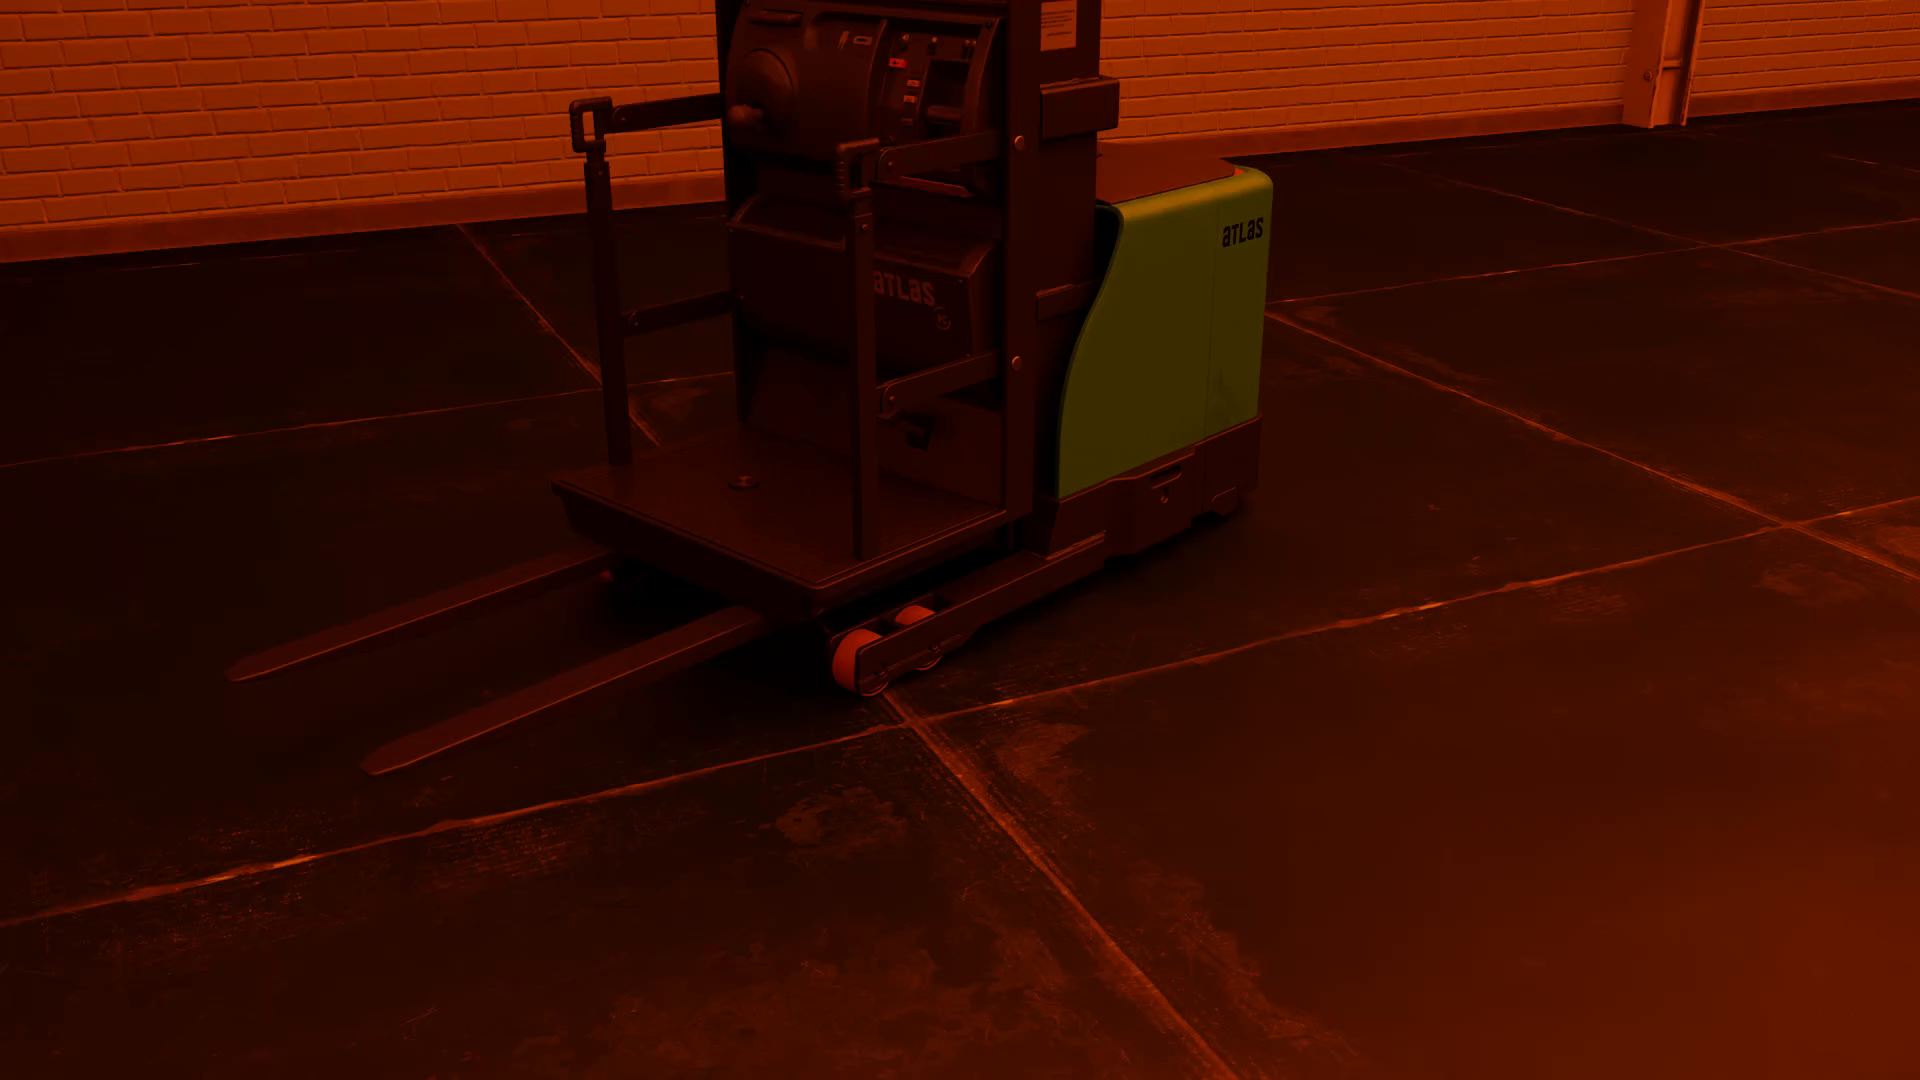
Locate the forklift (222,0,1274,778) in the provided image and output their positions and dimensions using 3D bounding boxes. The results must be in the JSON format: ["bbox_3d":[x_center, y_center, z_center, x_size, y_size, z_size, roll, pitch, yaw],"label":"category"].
[{"bbox_3d":[-0.413,-1.182,4.131,1.130,2.935,3.031,19,29,39],"label":"forklift"}]
